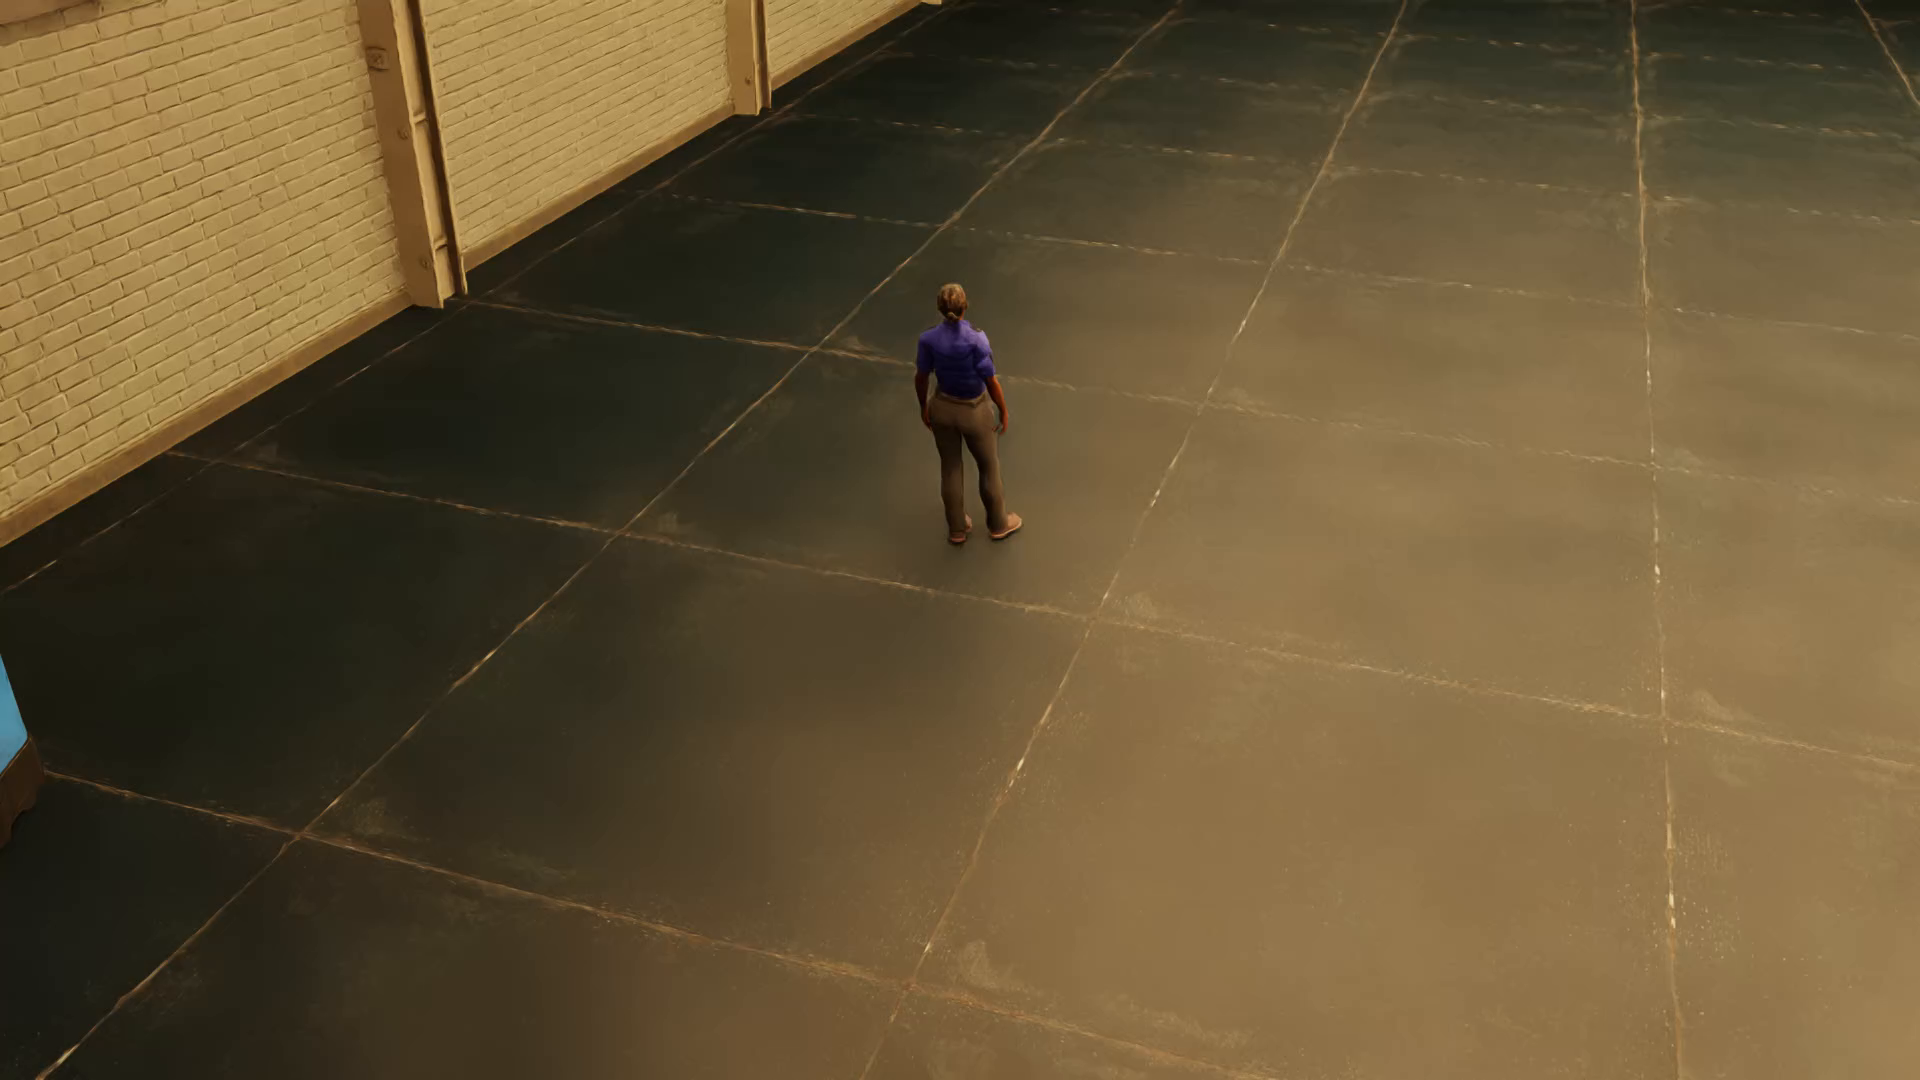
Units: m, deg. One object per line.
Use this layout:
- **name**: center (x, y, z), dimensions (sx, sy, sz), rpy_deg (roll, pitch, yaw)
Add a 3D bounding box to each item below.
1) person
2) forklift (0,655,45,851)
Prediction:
- **person**: center (0.047, -0.763, 9.749), dimensions (0.570, 1.654, 0.503), rpy_deg (10, 31, 16)
- **forklift**: center (-4.870, 0.643, 6.008), dimensions (1.130, 2.935, 3.031), rpy_deg (-1, 30, -1)
